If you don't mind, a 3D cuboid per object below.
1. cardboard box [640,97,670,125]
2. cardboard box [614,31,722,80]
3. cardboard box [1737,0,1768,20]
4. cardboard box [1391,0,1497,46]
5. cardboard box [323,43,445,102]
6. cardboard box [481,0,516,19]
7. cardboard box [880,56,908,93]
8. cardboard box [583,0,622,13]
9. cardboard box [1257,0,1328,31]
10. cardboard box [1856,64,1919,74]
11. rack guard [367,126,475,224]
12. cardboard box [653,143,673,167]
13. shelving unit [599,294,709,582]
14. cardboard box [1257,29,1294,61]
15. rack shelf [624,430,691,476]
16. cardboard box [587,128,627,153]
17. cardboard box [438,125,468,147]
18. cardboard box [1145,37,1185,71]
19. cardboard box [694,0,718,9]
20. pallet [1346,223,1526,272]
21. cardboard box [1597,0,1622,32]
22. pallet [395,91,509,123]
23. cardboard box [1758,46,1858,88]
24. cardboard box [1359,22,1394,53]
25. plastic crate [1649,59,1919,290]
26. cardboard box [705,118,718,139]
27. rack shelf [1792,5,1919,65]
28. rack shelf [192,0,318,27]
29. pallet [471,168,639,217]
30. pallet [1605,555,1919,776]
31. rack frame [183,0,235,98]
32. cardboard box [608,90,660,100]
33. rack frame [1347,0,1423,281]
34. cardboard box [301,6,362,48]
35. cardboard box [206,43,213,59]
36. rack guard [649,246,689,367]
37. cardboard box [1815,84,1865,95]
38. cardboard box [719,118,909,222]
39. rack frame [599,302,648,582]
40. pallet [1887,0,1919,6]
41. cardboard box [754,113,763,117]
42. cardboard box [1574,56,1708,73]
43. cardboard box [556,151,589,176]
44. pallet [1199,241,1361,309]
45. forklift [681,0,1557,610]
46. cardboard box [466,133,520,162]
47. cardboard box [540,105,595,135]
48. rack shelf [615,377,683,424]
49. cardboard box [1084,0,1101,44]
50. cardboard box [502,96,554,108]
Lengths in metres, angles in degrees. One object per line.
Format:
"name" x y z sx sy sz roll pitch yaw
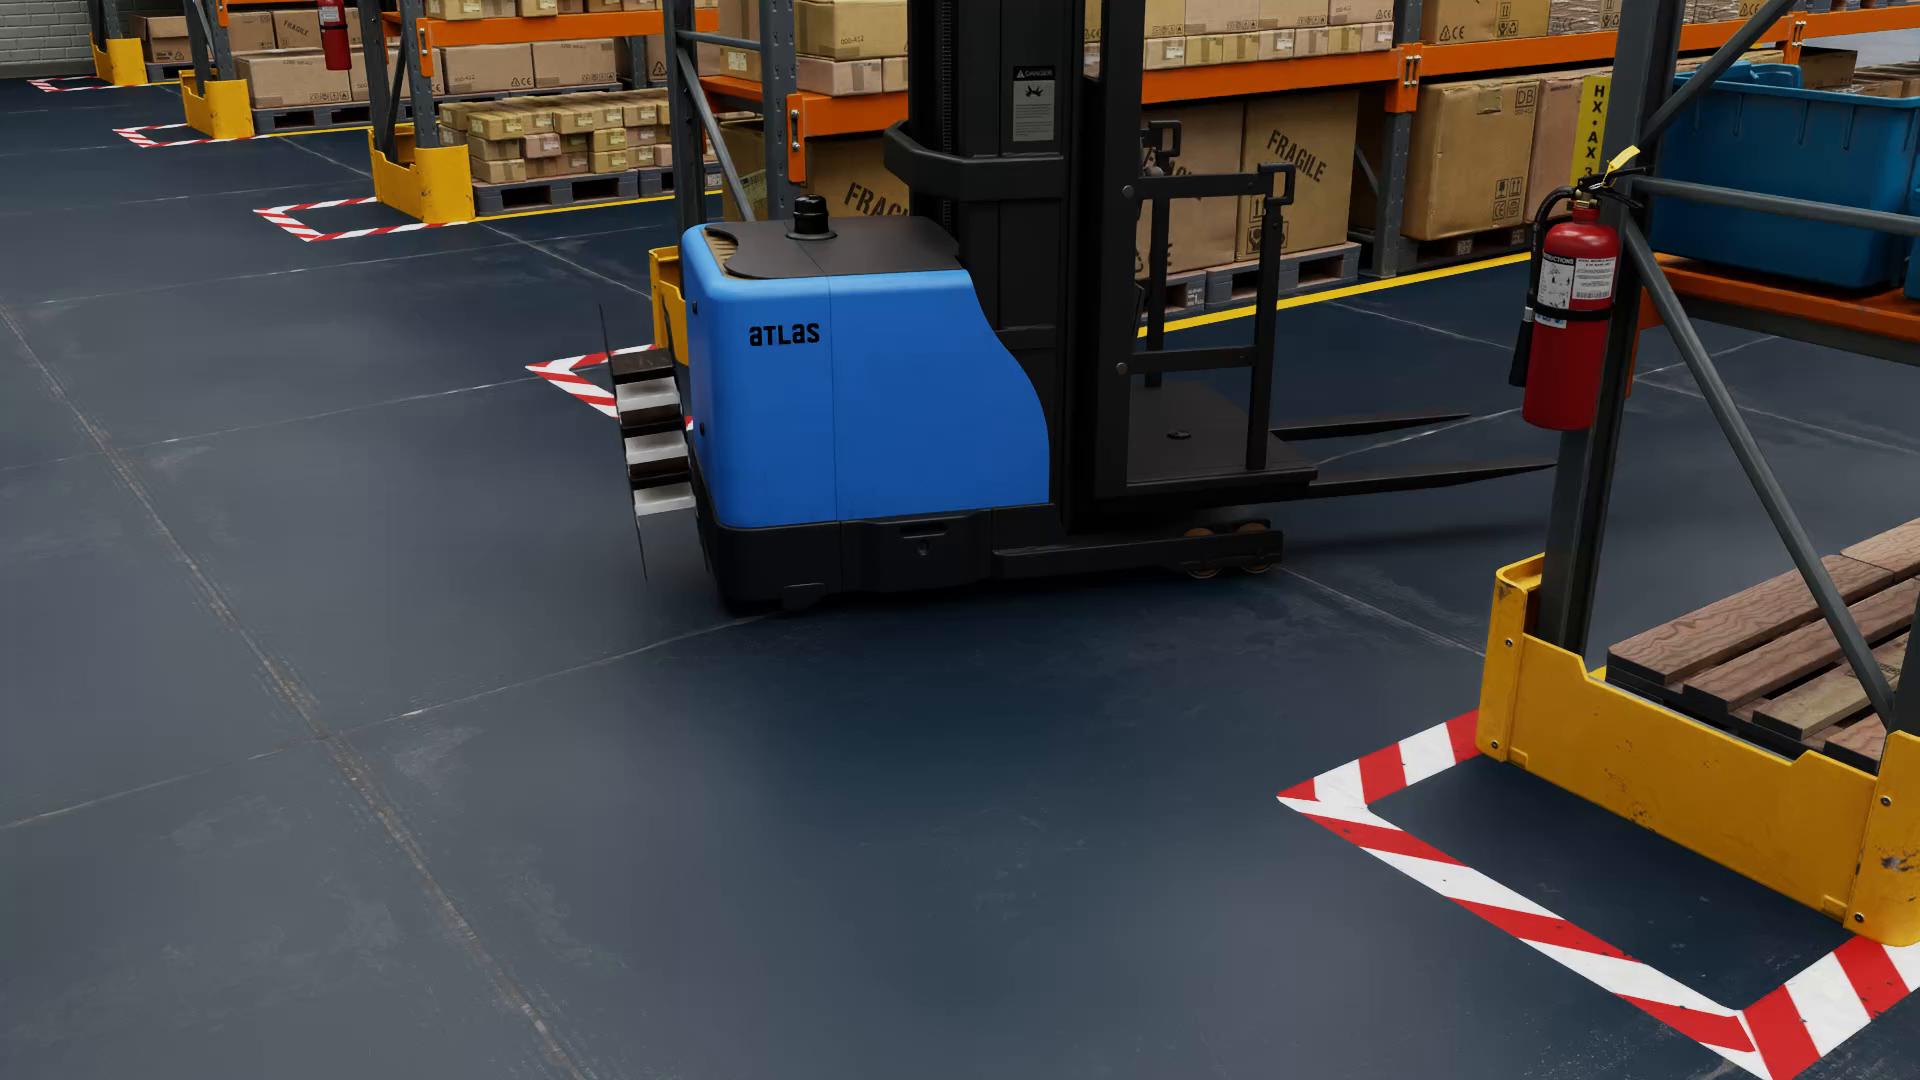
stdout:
"cardboard box" -2.167 -3.164 12.256 0.250 0.149 0.380 -14 26 -32
"cardboard box" -3.116 -5.415 17.719 0.875 0.875 0.875 -14 26 -31
"cardboard box" 5.206 -3.798 11.231 0.500 0.500 0.500 -14 26 -31
"cardboard box" 2.734 -3.138 9.577 0.500 0.500 0.500 -15 26 -33
"cardboard box" -5.605 -4.561 16.170 0.875 0.438 0.875 -14 26 -31
"cardboard box" -3.210 -3.637 11.304 0.250 0.149 0.380 -14 26 -31
"cardboard box" -0.344 -2.118 7.496 0.250 0.149 0.380 -15 26 -34
"cardboard box" -2.596 -3.828 11.782 0.250 0.149 0.380 -15 26 -33
"cardboard box" 1.591 -2.848 8.787 0.500 0.250 0.500 -14 26 -31
"cardboard box" 7.799 -3.618 13.694 0.500 0.500 0.700 -15 26 -33
"rack guard" -3.785 -2.571 11.664 0.348 0.500 1.175 -15 26 -33
"cardboard box" -2.197 -2.874 12.332 0.250 0.149 0.380 -16 27 -35
"shelving unit" -1.010 -0.333 5.496 0.210 0.900 0.258 -10 23 -11
"cardboard box" 1.532 -2.619 8.750 0.250 0.149 0.380 -14 26 -32
"rack shelf" -1.008 -0.303 5.509 0.200 0.077 0.258 -10 23 -11
"cardboard box" -2.598 -2.905 12.008 0.250 0.149 0.380 -14 26 -31
"cardboard box" -3.585 -2.924 12.056 0.250 0.149 0.380 -16 27 -34
"cardboard box" 0.908 -2.453 8.334 0.250 0.149 0.380 -14 26 -32
"cardboard box" -1.922 -3.972 12.142 0.250 0.149 0.380 -14 26 -32
"pallet" 2.797 -1.961 10.527 1.213 0.211 1.003 -15 26 -33
"cardboard box" 3.964 -3.468 10.406 0.500 0.500 0.500 -14 26 -32
"pallet" -5.227 -4.346 16.504 1.213 0.211 1.003 -15 26 -33
"cardboard box" 6.413 -3.596 12.629 0.500 0.250 0.500 -12 25 -27
"cardboard box" 2.158 -2.786 9.169 0.250 0.149 0.380 -15 26 -33
"plastic crate" 2.023 -0.884 3.936 0.499 0.435 0.616 -15 26 -33
"cardboard box" -2.017 -3.118 12.541 0.250 0.149 0.380 -14 25 -30
"rack shelf" 7.085 -4.031 12.923 4.000 0.370 1.077 -15 26 -33
"rack shelf" -5.196 -5.281 16.055 4.000 0.370 1.077 -15 26 -33
"pallet" -3.105 -2.602 12.131 1.213 0.211 1.003 -15 26 -33
"pallet" 2.552 0.417 4.566 1.213 0.211 1.003 -15 26 -33
"rack frame" -6.820 -5.182 14.836 0.127 3.000 1.000 -15 26 -33
"cardboard box" -2.480 -3.320 12.647 0.250 0.149 0.380 -16 27 -35
"rack frame" 2.215 -3.067 9.535 0.127 3.000 1.000 -15 26 -33
"cardboard box" -7.611 -6.211 20.220 0.500 0.500 0.700 -16 27 -35
"cardboard box" -8.802 -5.730 19.489 0.250 0.149 0.380 -16 27 -35
"rack guard" -1.052 -1.035 7.815 0.348 0.500 1.175 -15 26 -33
"cardboard box" 6.437 -3.251 12.775 0.500 0.500 0.700 -18 28 -37
"cardboard box" -0.560 -1.572 8.088 0.875 0.875 0.875 -15 26 -33
"rack frame" -1.109 -0.317 5.478 0.006 0.900 0.240 -10 23 -11
"pallet" 7.045 -4.284 12.845 1.213 0.211 1.003 -15 26 -33
"cardboard box" -1.541 -3.330 12.673 0.250 0.149 0.380 -16 27 -35
"cardboard box" 4.161 -2.807 11.184 0.875 0.875 1.225 -15 26 -33
"cardboard box" -2.873 -2.740 11.996 0.250 0.149 0.380 -15 26 -32
"pallet" 1.552 -1.631 9.698 1.213 0.211 1.003 -15 26 -33
"forklift" 0.604 -1.416 5.491 3.031 2.935 1.130 -5 22 -13
"cardboard box" -3.272 -2.760 11.645 0.250 0.149 0.380 -14 26 -31
"cardboard box" -2.790 -2.985 11.808 0.250 0.149 0.380 -15 26 -33
"rack shelf" -1.022 -0.468 5.439 0.200 0.077 0.258 -10 23 -11
"cardboard box" 0.343 -2.514 7.951 0.500 0.250 0.500 -16 27 -35
"cardboard box" -3.192 -3.185 12.307 0.250 0.149 0.380 -16 27 -34
